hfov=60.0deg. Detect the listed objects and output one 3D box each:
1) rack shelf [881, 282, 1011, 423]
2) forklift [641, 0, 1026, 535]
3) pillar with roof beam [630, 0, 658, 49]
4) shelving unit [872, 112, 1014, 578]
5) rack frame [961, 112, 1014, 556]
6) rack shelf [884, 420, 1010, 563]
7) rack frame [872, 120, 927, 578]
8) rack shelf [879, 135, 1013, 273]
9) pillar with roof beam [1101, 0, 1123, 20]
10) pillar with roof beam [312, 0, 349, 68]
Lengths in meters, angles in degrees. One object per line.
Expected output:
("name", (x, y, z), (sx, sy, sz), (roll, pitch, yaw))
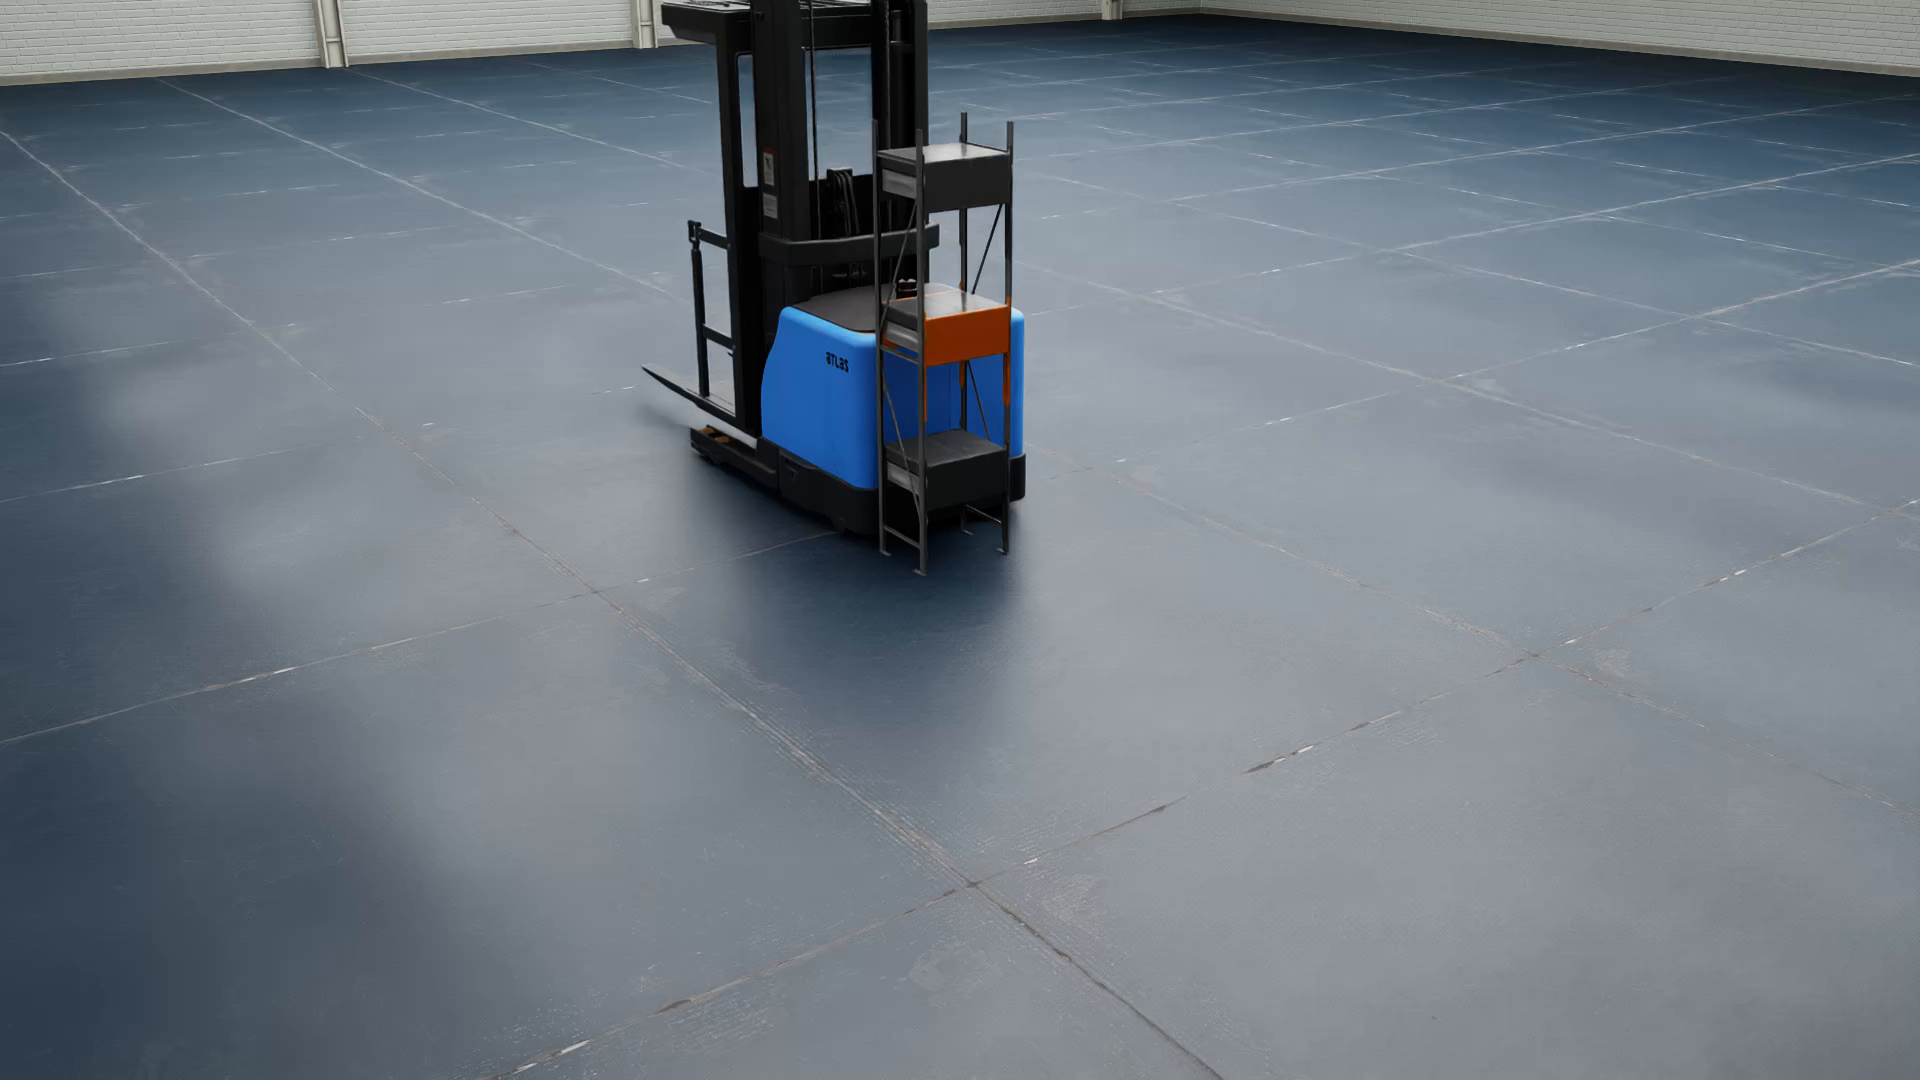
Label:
("rack shelf", (-0.078, -0.895, 7.860), (0.480, 0.518, 0.431), (-14, 26, -32))
("forklift", (-0.901, -1.876, 9.159), (1.130, 2.935, 3.031), (-14, 26, -32))
("pillar with roof beam", (-3.657, -12.550, 27.722), (0.400, 9.000, 9.100), (-15, 26, -33))
("shelving unit", (-0.078, -0.908, 7.855), (0.503, 2.100, 0.431), (-14, 26, -32))
("rack frame", (0.123, -0.959, 7.983), (0.015, 2.100, 0.400), (-14, 26, -32))
("rack shelf", (-0.078, -0.245, 8.119), (0.480, 0.518, 0.431), (-14, 26, -32))
("rack frame", (-0.280, -0.857, 7.726), (0.015, 2.100, 0.400), (-14, 26, -32))
("rack shelf", (-0.079, -1.545, 7.600), (0.480, 0.518, 0.431), (-14, 26, -32))
("pillar with roof beam", (6.084, -15.148, 34.231), (0.400, 9.000, 9.100), (-15, 26, -33))
("pillar with roof beam", (-8.528, -11.252, 24.468), (0.400, 9.000, 9.100), (-15, 26, -33))
